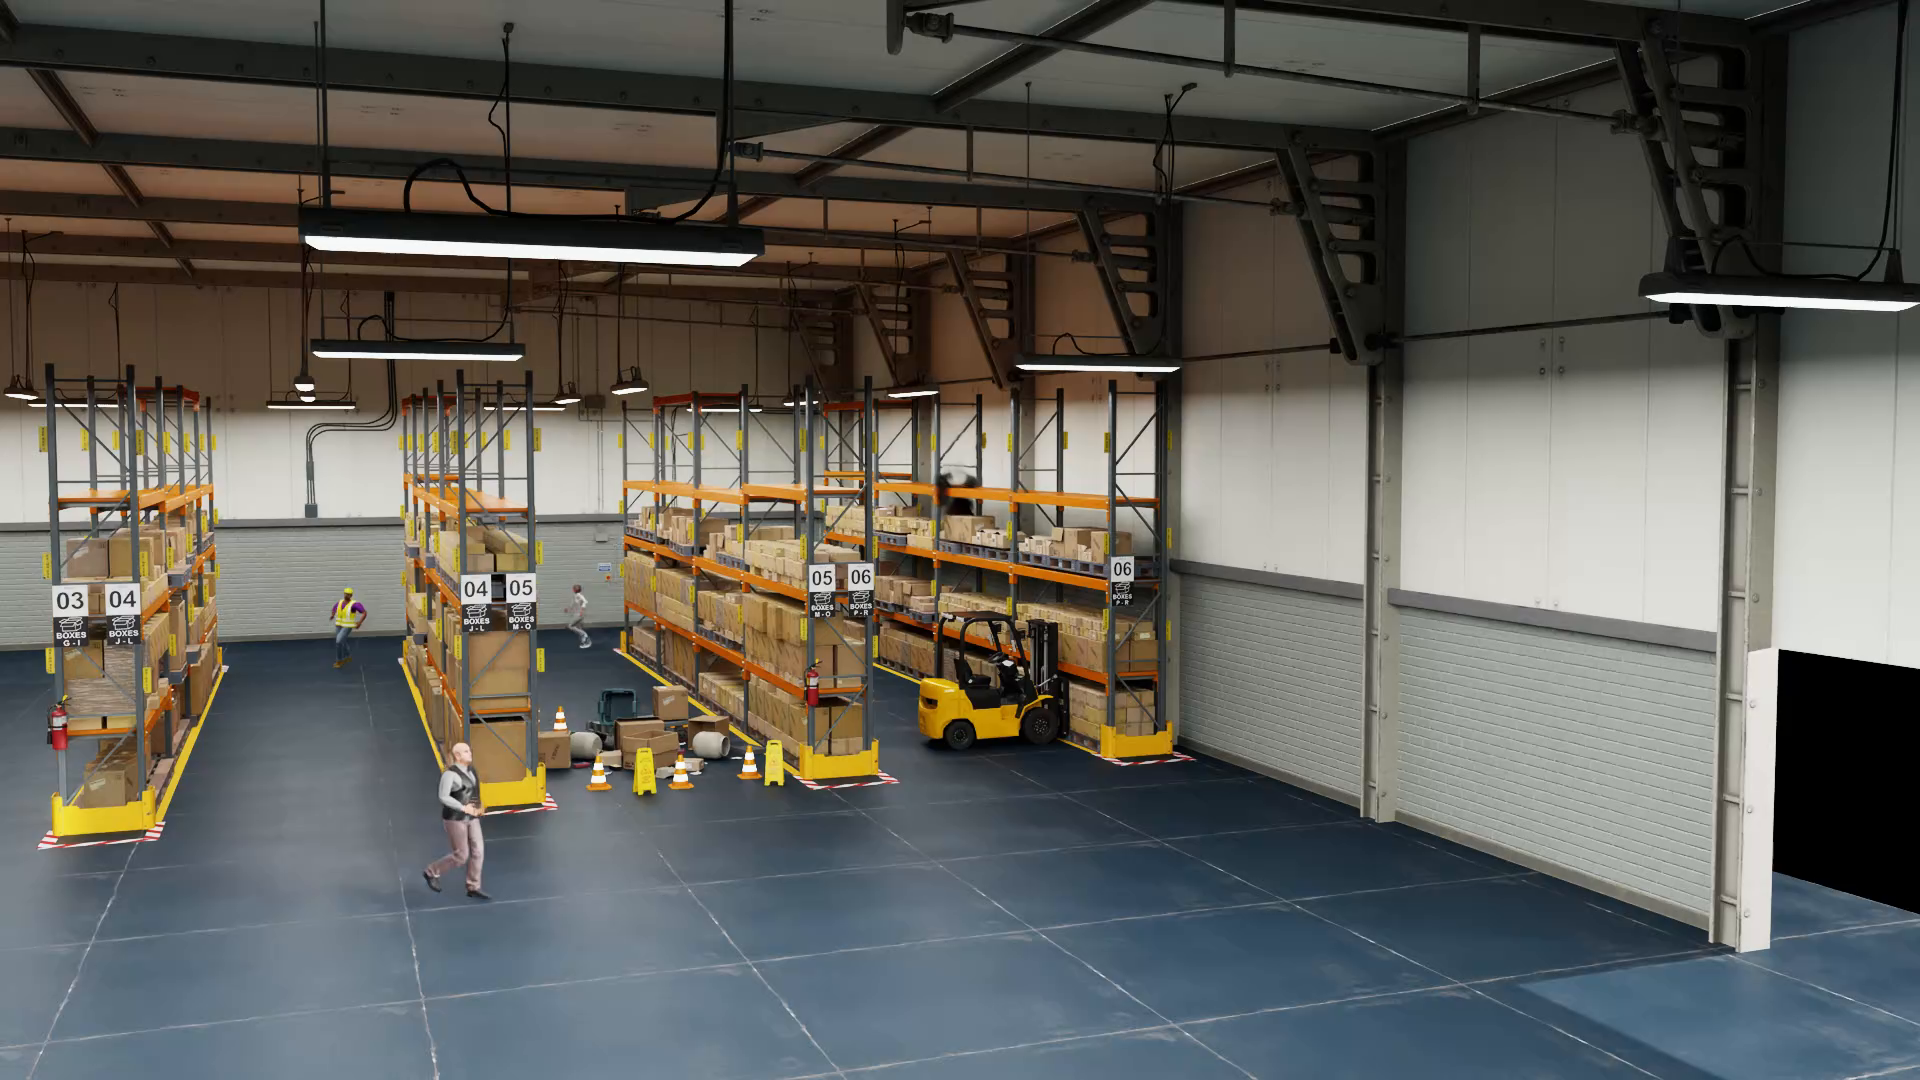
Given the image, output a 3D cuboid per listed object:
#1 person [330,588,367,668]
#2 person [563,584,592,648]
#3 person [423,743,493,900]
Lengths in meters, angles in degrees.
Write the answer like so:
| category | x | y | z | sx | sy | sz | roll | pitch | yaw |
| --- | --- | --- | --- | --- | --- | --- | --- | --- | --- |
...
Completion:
| category | x | y | z | sx | sy | sz | roll | pitch | yaw |
| --- | --- | --- | --- | --- | --- | --- | --- | --- | --- |
| person | -13.753 | 1.962 | 37.219 | 0.767 | 1.787 | 0.706 | 1 | 4 | 20 |
| person | -9.317 | 1.857 | 40.470 | 0.684 | 1.555 | 0.574 | -1 | 3 | -14 |
| person | -5.513 | 3.085 | 18.297 | 0.771 | 1.722 | 0.685 | 1 | 3 | 15 |
